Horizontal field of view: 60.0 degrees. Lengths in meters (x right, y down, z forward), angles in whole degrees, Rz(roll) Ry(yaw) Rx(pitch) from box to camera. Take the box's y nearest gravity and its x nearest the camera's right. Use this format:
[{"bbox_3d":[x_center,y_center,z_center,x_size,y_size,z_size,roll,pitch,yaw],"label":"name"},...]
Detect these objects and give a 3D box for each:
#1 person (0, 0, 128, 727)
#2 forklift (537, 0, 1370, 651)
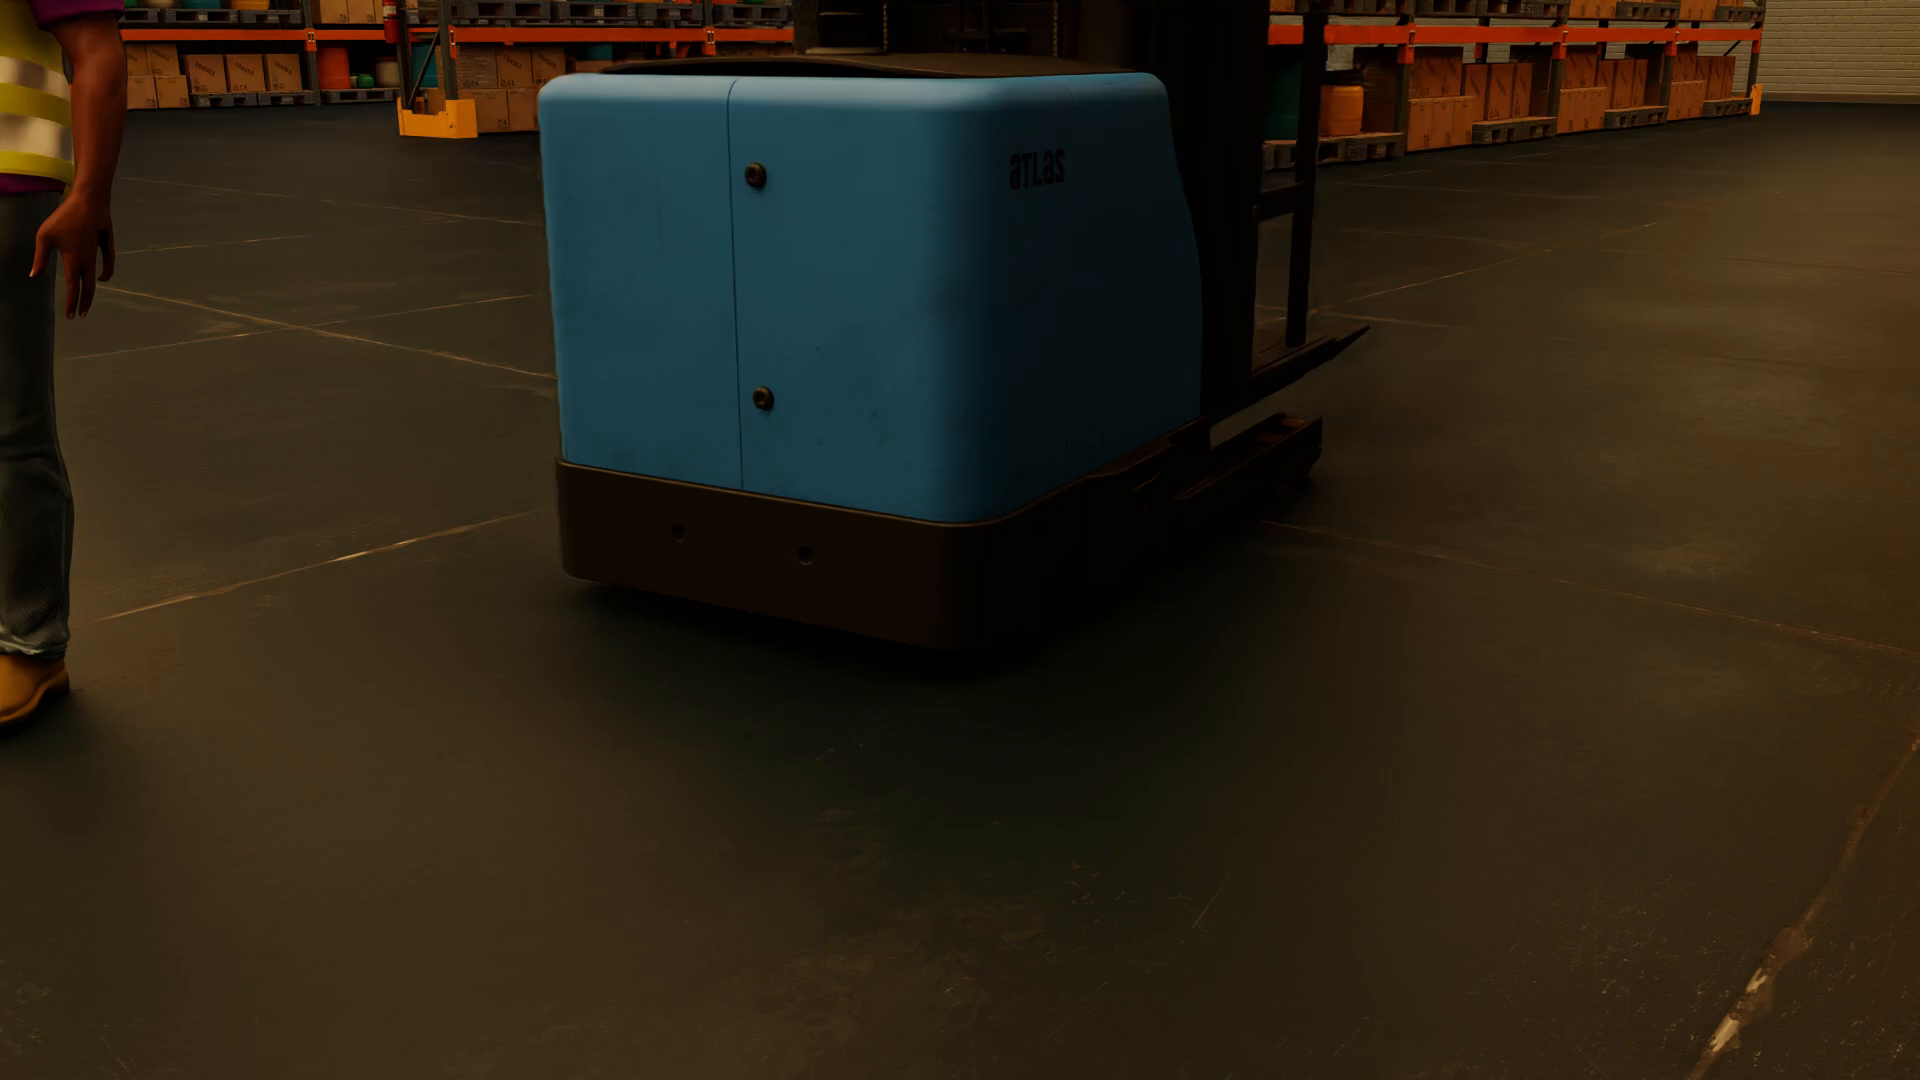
[{"bbox_3d":[-1.707,-0.551,2.692,0.667,1.766,0.575,3,17,10],"label":"person"},{"bbox_3d":[0.327,-1.577,4.089,1.130,2.935,3.031,9,19,28],"label":"forklift"}]
